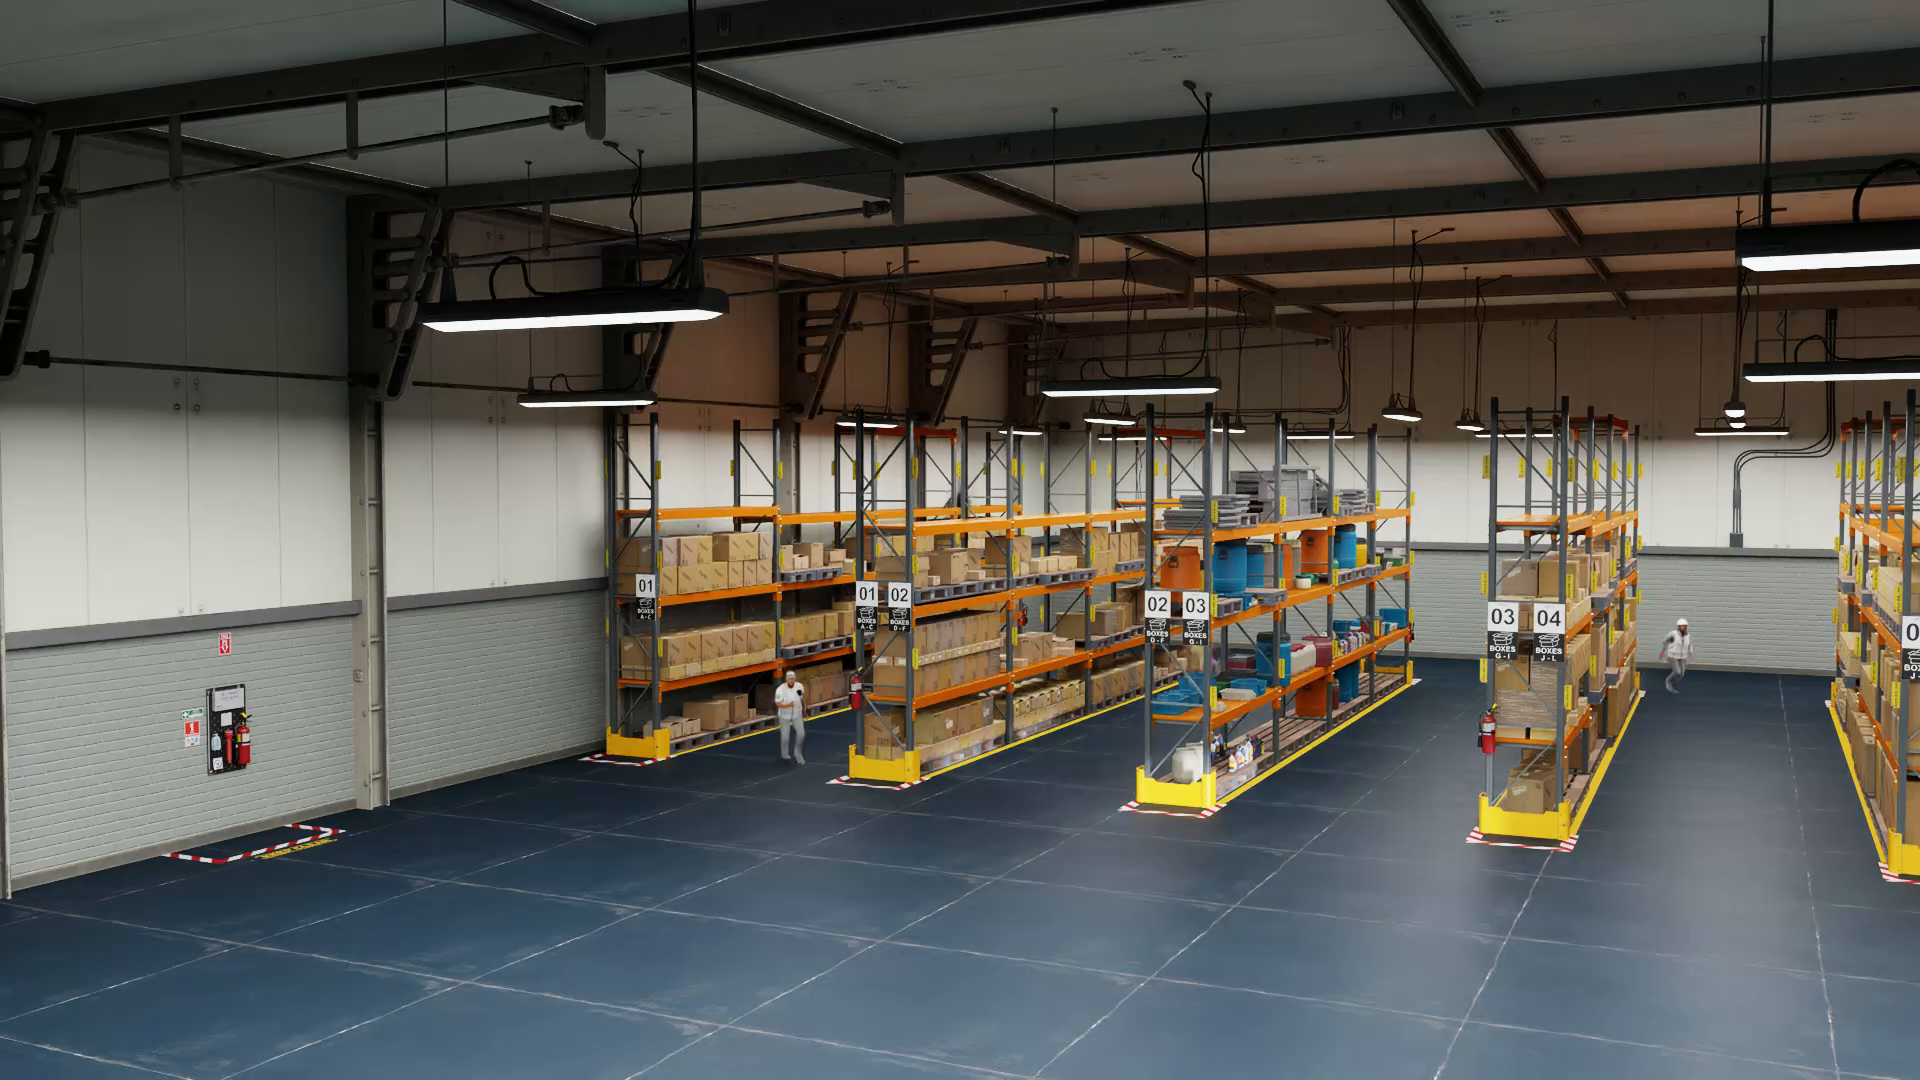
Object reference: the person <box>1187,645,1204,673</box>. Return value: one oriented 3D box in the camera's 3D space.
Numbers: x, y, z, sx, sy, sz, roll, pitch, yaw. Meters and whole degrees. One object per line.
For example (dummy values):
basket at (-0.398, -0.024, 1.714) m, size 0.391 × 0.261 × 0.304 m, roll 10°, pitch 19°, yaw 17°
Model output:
person at (5.056, 2.704, 35.156) m, size 0.628 × 1.638 × 0.619 m, roll 2°, pitch 3°, yaw 36°

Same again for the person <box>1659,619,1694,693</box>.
person at (15.959, 2.591, 36.953) m, size 0.632 × 1.685 × 0.789 m, roll 0°, pitch 2°, yaw -8°

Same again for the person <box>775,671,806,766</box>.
person at (-2.885, 3.012, 28.264) m, size 0.541 × 1.616 × 0.905 m, roll -1°, pitch 2°, yaw -14°

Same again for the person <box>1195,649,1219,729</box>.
person at (4.833, 2.864, 32.370) m, size 0.868 × 1.540 × 0.495 m, roll -2°, pitch 3°, yaw -40°
